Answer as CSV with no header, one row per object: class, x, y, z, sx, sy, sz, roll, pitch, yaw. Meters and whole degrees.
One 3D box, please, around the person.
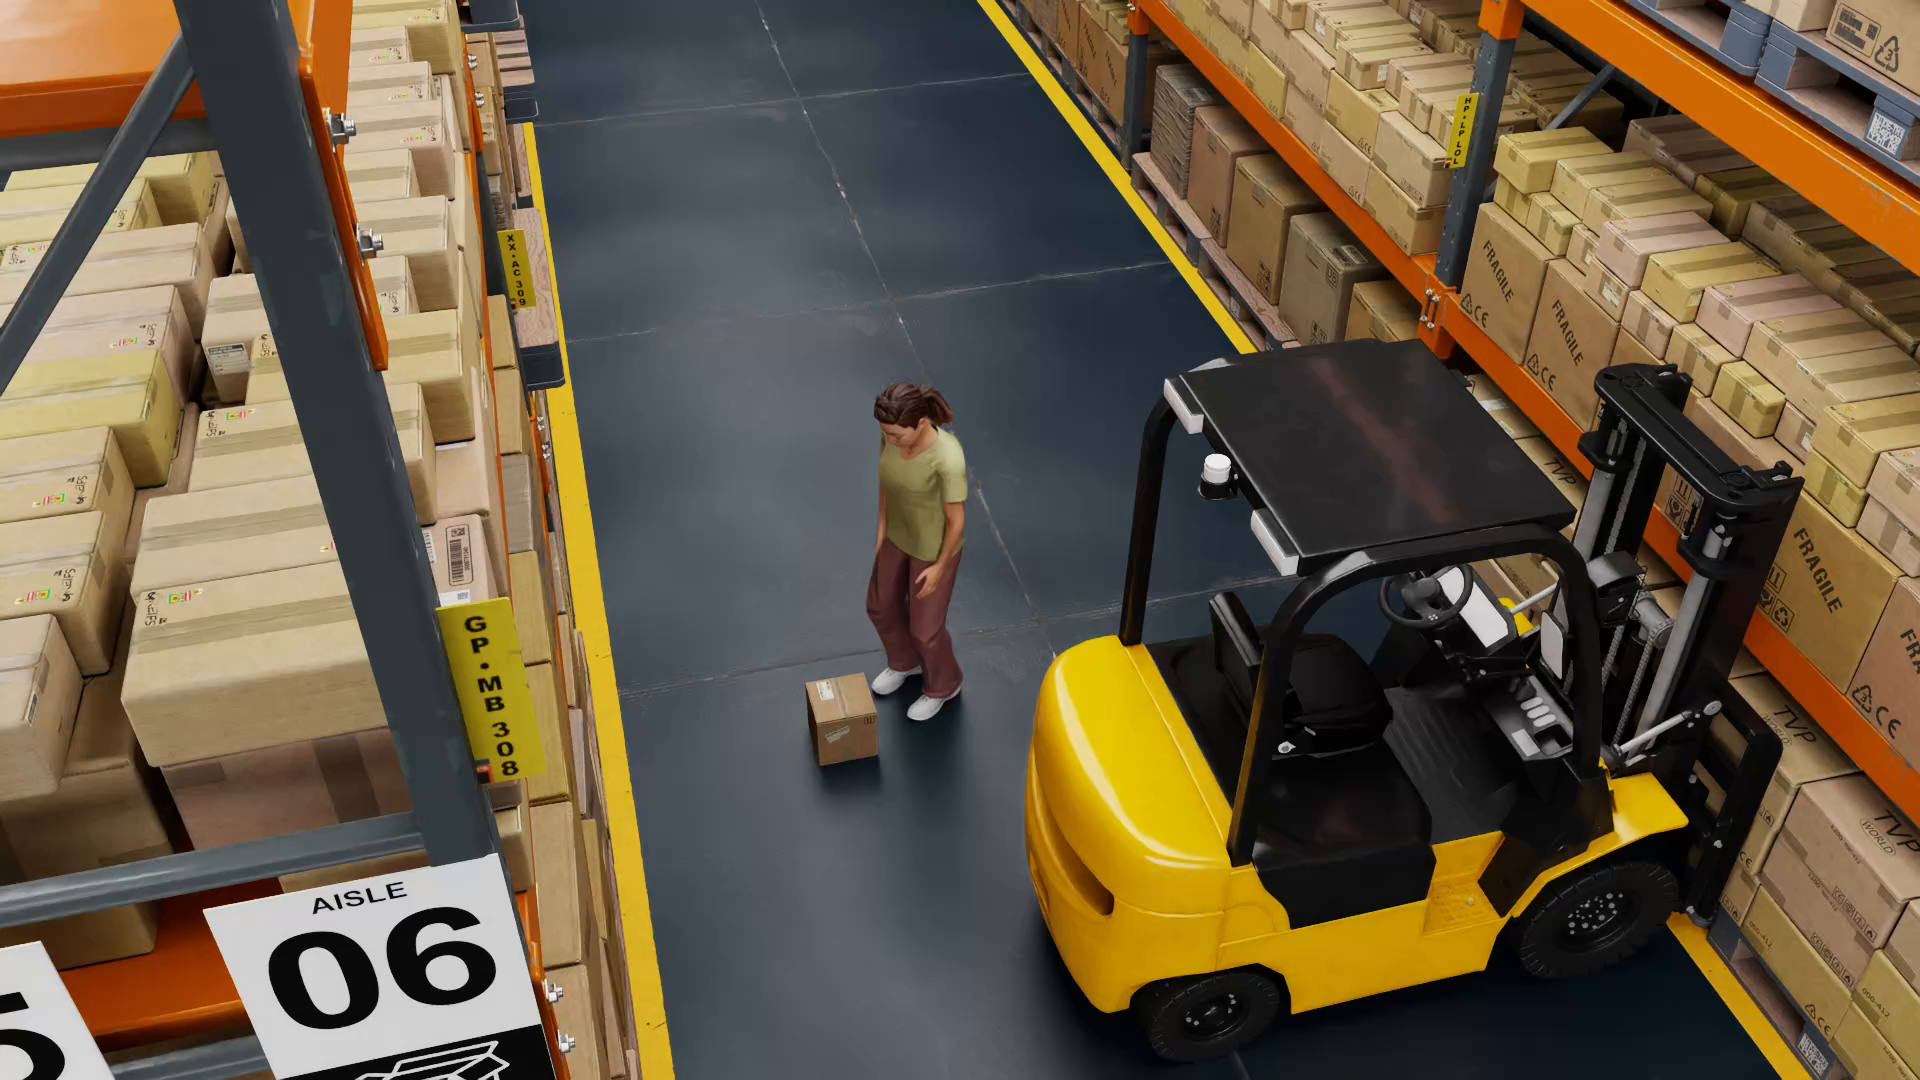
person,-0.166,0.033,6.711,0.370,1.637,0.467,-30,47,-32
